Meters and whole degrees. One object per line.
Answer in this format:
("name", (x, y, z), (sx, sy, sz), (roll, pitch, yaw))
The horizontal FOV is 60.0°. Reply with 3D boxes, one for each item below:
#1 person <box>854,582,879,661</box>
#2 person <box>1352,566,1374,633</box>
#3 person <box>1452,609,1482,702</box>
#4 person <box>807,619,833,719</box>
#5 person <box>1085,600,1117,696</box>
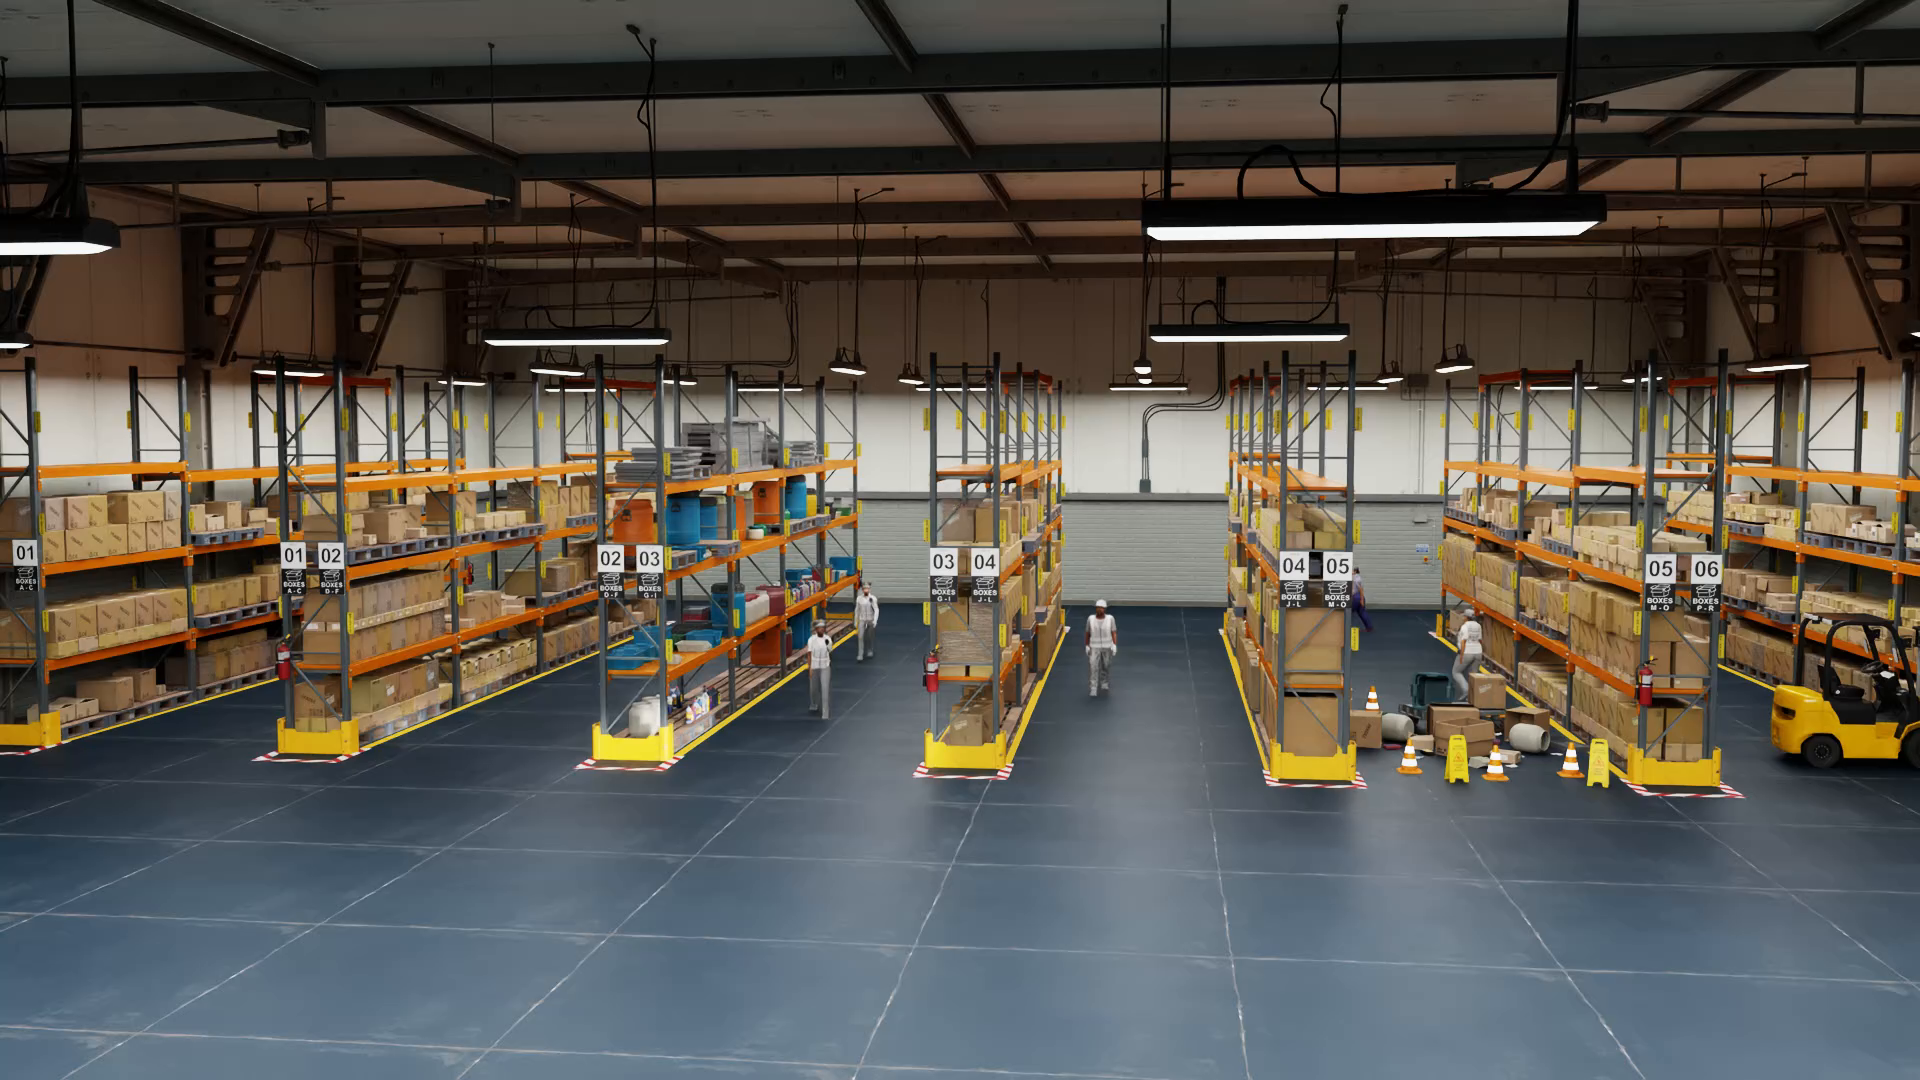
("person", (-1.969, 1.687, 34.956), (0.529, 1.621, 1.022), (0, 4, -2))
("person", (9.338, 1.396, 39.471), (0.967, 1.585, 0.455), (1, 4, 20))
("person", (9.117, 2.069, 29.755), (0.536, 1.663, 0.461), (-2, 5, -26))
("person", (-2.376, 2.160, 28.222), (0.428, 1.646, 0.984), (0, 4, -3))
("person", (2.586, 1.957, 30.464), (0.569, 1.711, 1.087), (0, 4, 2))
